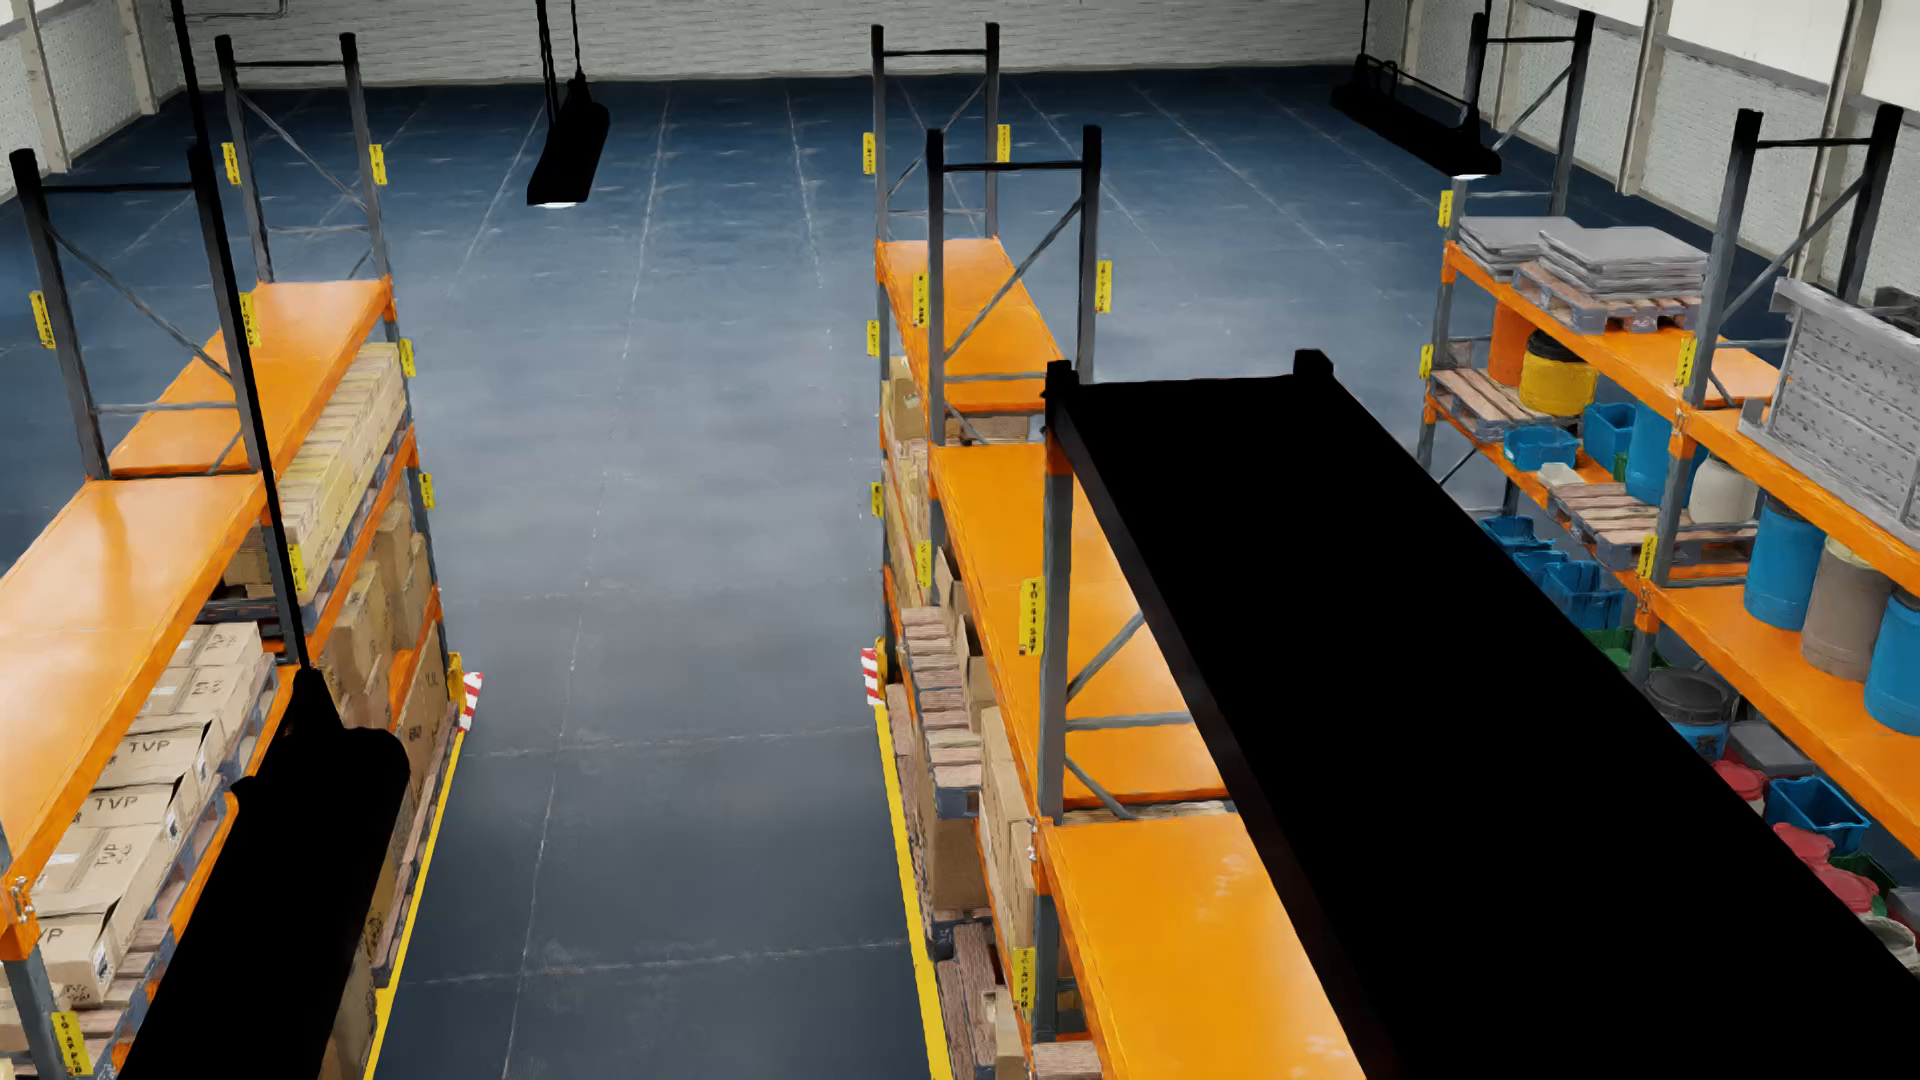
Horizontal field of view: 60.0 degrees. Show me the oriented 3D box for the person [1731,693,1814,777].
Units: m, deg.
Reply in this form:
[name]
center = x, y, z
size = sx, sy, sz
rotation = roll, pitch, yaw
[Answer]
[person]
center = 6.971, 1.113, 14.145
size = 0.580, 1.713, 1.103
rotation = -7, 26, -14
